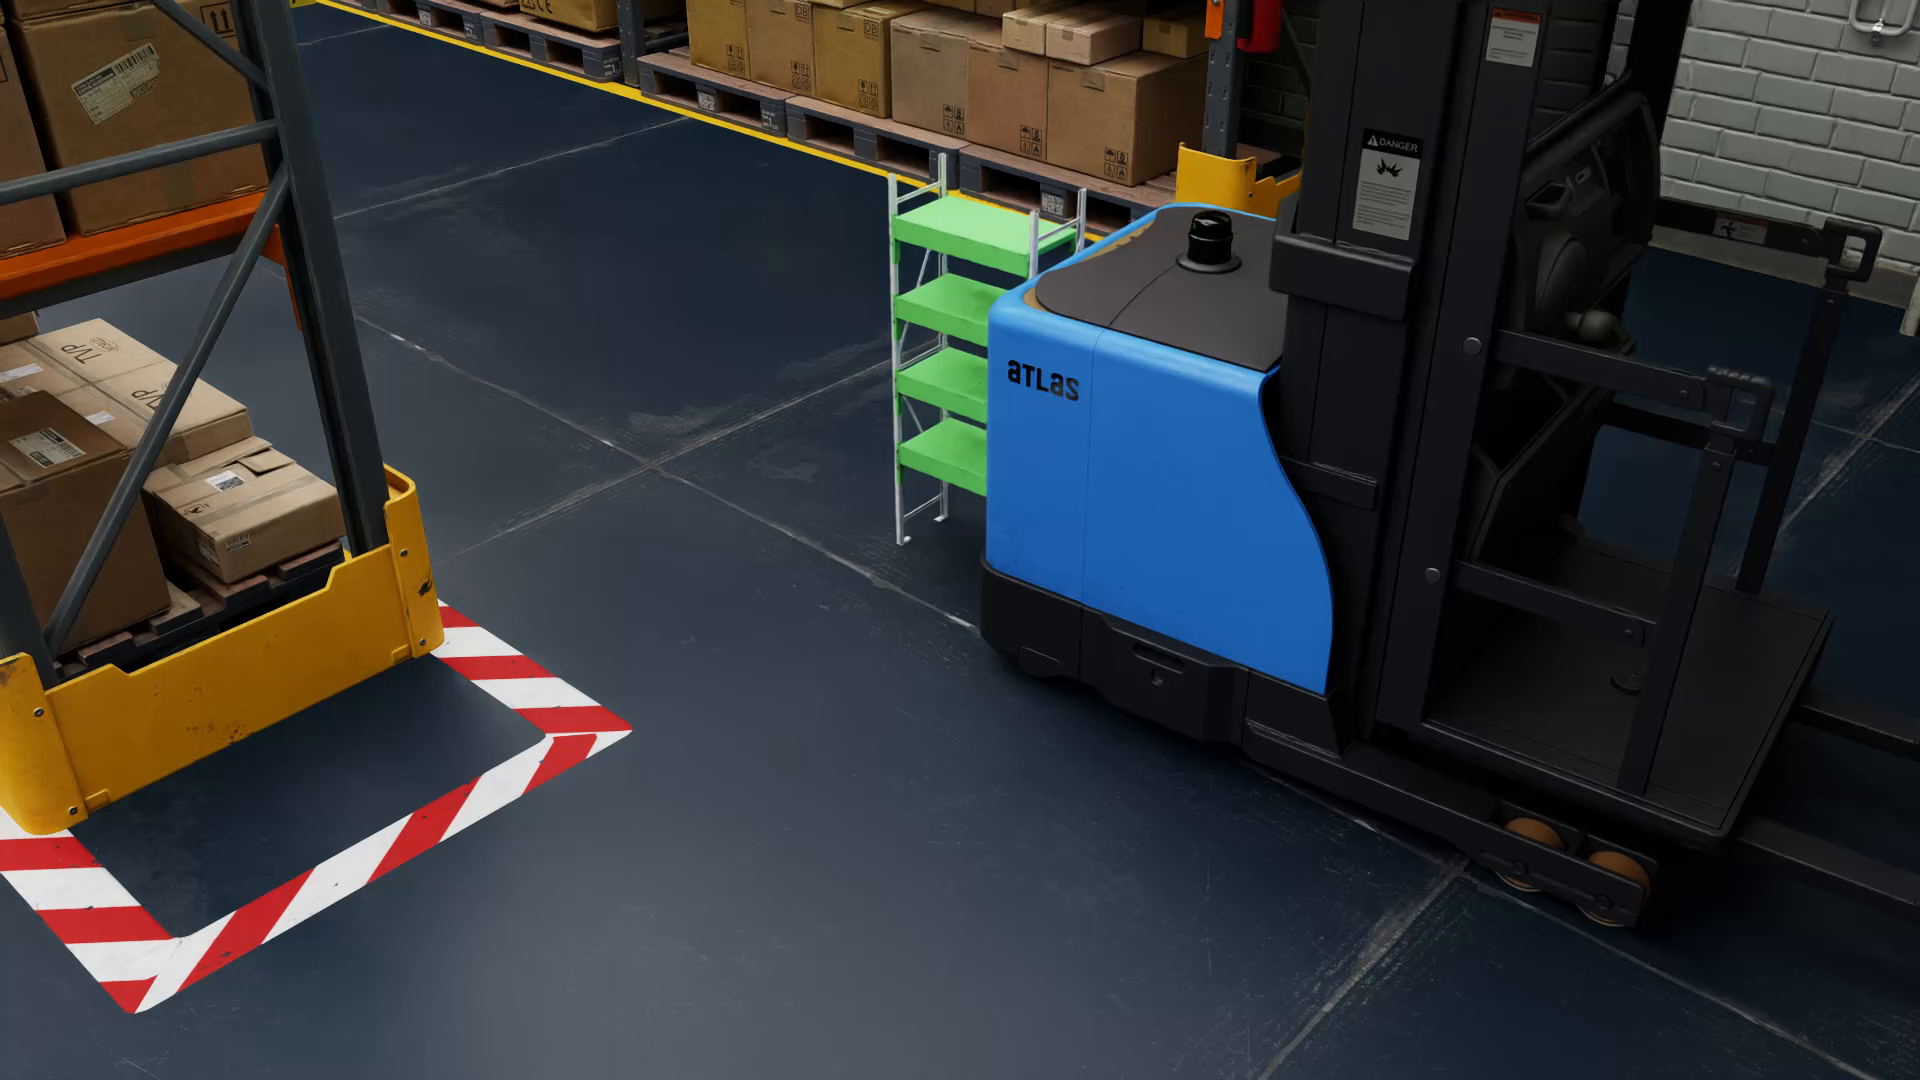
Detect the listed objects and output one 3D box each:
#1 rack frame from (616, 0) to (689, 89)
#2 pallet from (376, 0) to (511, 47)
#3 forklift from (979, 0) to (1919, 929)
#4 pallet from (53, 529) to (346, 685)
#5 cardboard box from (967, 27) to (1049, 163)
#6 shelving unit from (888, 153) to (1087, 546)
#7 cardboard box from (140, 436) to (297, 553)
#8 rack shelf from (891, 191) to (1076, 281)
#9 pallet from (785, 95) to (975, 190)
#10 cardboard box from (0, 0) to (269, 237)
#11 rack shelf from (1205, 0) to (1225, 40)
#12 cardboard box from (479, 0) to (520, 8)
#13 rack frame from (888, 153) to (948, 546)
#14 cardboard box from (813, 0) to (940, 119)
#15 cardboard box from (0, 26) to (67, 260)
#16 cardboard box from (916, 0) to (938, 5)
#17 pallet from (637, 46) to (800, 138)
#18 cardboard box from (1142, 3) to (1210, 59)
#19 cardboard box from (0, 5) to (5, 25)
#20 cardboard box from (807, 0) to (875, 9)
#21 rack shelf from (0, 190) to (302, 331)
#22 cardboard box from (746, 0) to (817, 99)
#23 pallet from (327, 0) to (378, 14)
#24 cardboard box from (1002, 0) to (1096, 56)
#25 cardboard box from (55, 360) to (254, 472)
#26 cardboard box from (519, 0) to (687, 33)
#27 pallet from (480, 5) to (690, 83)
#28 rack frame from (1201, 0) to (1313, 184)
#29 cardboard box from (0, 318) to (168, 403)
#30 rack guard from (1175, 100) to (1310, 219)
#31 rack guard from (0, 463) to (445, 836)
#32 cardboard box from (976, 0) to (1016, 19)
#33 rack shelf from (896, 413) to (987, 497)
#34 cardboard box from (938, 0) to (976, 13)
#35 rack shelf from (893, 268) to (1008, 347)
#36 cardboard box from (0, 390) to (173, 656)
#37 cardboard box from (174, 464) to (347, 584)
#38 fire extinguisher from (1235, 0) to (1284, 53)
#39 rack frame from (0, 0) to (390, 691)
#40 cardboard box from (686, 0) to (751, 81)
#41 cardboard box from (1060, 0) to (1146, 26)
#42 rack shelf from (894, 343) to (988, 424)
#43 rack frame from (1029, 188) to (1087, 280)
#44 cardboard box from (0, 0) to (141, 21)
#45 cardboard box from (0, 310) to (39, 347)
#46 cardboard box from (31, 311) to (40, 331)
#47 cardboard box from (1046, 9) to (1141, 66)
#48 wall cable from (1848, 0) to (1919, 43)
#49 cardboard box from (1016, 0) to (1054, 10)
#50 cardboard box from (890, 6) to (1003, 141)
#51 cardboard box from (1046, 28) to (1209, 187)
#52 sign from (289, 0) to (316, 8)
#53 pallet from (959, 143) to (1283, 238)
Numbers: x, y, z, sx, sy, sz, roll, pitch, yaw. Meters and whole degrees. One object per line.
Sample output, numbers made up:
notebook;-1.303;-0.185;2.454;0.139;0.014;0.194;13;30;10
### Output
rack frame;-1.561;-4.087;9.131;0.127;3.000;1.000;25;39;35
pallet;-3.092;-3.553;10.948;1.213;0.211;1.003;25;39;35
forklift;1.547;-0.689;3.553;3.031;2.935;1.130;20;37;30
pallet;-2.564;0.085;4.904;1.213;0.211;1.003;25;39;35
cardboard box;0.448;-2.189;7.995;0.500;0.500;0.700;25;39;35
shelving unit;0.072;-0.467;4.862;0.503;1.200;0.258;22;38;32
cardboard box;-2.181;-0.145;4.903;0.250;0.166;0.380;25;39;35
rack shelf;0.072;-0.823;4.648;0.480;0.148;0.258;22;38;32
pallet;-0.141;-2.177;8.662;1.213;0.211;1.003;25;39;35
cardboard box;-2.068;-1.105;4.080;0.500;0.500;0.500;26;40;36
rack shelf;-0.078;-3.087;8.167;4.000;0.370;1.077;25;39;35
cardboard box;-2.791;-3.828;10.378;0.750;0.750;0.750;26;40;36
rack frame;-0.119;-0.545;4.992;0.015;1.200;0.240;22;38;32
cardboard box;-0.326;-2.545;8.585;0.500;0.500;0.700;26;40;36
cardboard box;-2.431;-0.901;3.742;0.500;0.500;0.500;26;40;36
cardboard box;-0.083;-2.853;8.469;0.250;0.149;0.380;24;39;34
pallet;-1.049;-2.600;9.364;1.213;0.211;1.003;25;39;35
cardboard box;1.046;-2.327;7.595;0.250;0.149;0.380;25;39;35
cardboard box;-2.431;-1.328;3.481;0.500;0.500;0.500;25;39;35
cardboard box;-0.556;-2.807;8.393;0.250;0.149;0.380;24;38;34
rack shelf;-3.399;-1.191;5.018;4.000;0.370;1.077;25;39;35
cardboard box;-0.705;-2.723;8.882;0.500;0.500;0.700;25;39;35
pallet;-3.992;-3.975;11.649;1.213;0.211;1.003;25;39;35
cardboard box;0.412;-2.357;7.644;0.250;0.149;0.380;26;40;36
cardboard box;-2.500;-0.288;5.059;0.500;0.250;0.500;25;39;35
cardboard box;-2.130;-3.522;9.869;0.750;0.750;0.750;26;39;36
pallet;-2.183;-3.131;10.246;1.213;0.211;1.003;25;39;35
rack frame;1.405;-2.703;6.832;0.127;3.000;1.000;25;39;35
cardboard box;-2.870;-0.461;5.346;0.500;0.250;0.500;25;39;35
rack guard;1.423;-1.624;7.463;0.348;0.500;1.175;25;39;35
rack guard;-1.972;0.237;4.371;0.348;0.500;1.175;25;39;35
cardboard box;0.295;-2.677;8.176;0.250;0.149;0.380;26;39;36
rack shelf;0.072;-0.207;5.019;0.480;0.148;0.258;22;38;32
cardboard box;0.105;-2.765;8.323;0.250;0.149;0.380;25;39;36
rack shelf;0.072;-0.618;4.772;0.480;0.148;0.258;22;38;32
cardboard box;-2.485;-0.019;4.370;0.500;0.500;0.500;25;39;35
cardboard box;-1.996;-0.051;4.764;0.250;0.149;0.380;25;39;35
fire extinguisher;1.207;-2.281;6.568;0.183;0.674;0.296;25;39;35
rack frame;-1.916;-0.808;3.683;0.127;3.000;1.000;25;39;35
cardboard box;-1.075;-2.898;9.173;0.500;0.500;0.700;26;39;36
cardboard box;0.670;-2.502;7.886;0.250;0.149;0.380;25;39;35
rack shelf;0.072;-0.412;4.895;0.480;0.148;0.258;22;38;32
rack frame;0.263;-0.389;4.732;0.015;1.200;0.240;22;38;32
cardboard box;-2.068;-1.533;3.822;0.500;0.500;0.500;26;40;36
cardboard box;-3.485;-0.663;5.436;0.637;0.503;0.797;25;39;35
cardboard box;-3.713;-0.880;5.984;0.500;0.311;0.500;25;39;35
cardboard box;0.602;-2.269;7.498;0.250;0.149;0.380;25;39;35
wall cable;2.989;-3.057;6.434;1.851;1.984;0.084;25;39;35
cardboard box;0.485;-2.589;8.030;0.250;0.149;0.380;25;39;35
cardboard box;0.075;-2.363;8.283;0.500;0.500;0.700;24;38;34
cardboard box;0.819;-2.016;7.707;0.500;0.500;0.700;25;39;35
sign;-1.552;-1.386;3.804;0.005;0.325;0.100;25;39;35
pallet;0.760;-1.755;7.961;1.213;0.211;1.003;25;39;35
